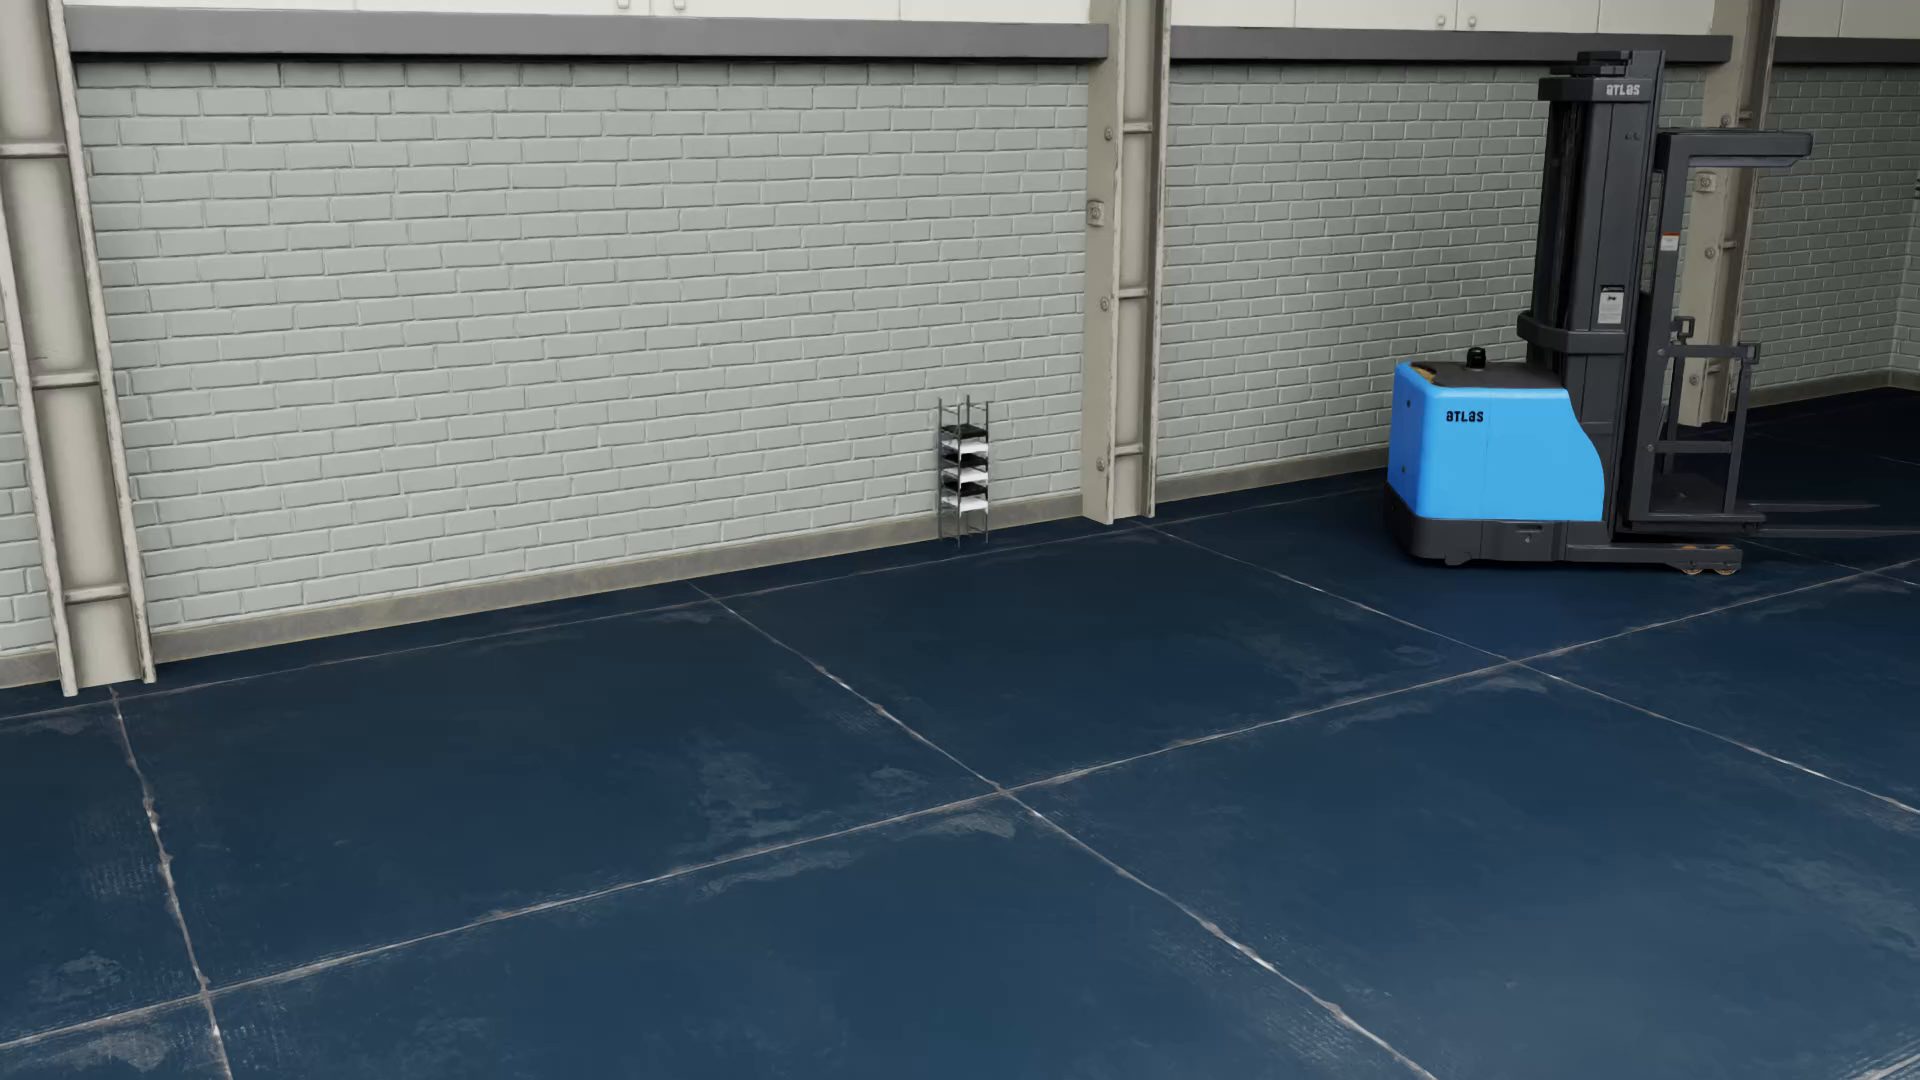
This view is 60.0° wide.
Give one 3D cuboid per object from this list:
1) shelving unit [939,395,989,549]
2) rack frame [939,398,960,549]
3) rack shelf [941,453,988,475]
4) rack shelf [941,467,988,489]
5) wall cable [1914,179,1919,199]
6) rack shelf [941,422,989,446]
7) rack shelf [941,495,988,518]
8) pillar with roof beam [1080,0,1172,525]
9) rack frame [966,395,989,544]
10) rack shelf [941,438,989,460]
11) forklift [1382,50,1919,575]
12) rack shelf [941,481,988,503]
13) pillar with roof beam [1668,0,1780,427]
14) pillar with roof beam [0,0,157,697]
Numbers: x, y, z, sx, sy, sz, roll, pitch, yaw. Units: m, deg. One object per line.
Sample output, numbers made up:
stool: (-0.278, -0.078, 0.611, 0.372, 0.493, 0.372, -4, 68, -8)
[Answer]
shelving unit: (0.022, -0.422, 10.241, 0.210, 0.900, 0.258, -10, 19, -31)
rack frame: (-0.065, -0.407, 10.189, 0.006, 0.900, 0.240, -10, 19, -31)
rack shelf: (0.022, -0.476, 10.225, 0.200, 0.077, 0.258, -10, 19, -31)
rack shelf: (0.021, -0.390, 10.250, 0.200, 0.077, 0.258, -10, 19, -31)
wall cable: (9.389, -3.937, 13.537, 0.112, 2.526, 3.097, -9, 18, -30)
rack shelf: (0.022, -0.649, 10.175, 0.200, 0.077, 0.258, -10, 19, -31)
rack shelf: (0.021, -0.217, 10.301, 0.200, 0.077, 0.258, -10, 19, -31)
pillar with roof beam: (3.257, -3.499, 6.220, 0.400, 9.000, 9.100, -9, 18, -30)
rack frame: (0.108, -0.437, 10.293, 0.006, 0.900, 0.240, -10, 19, -31)
rack shelf: (0.022, -0.563, 10.200, 0.200, 0.077, 0.258, -10, 19, -31)
forklift: (4.203, -1.355, 9.814, 3.031, 2.935, 1.130, 1, 16, 3)
rack shelf: (0.021, -0.303, 10.275, 0.200, 0.077, 0.258, -10, 19, -31)
pillar with roof beam: (8.400, -4.333, 9.195, 0.400, 9.000, 9.100, -9, 18, -30)
pillar with roof beam: (-1.887, -2.665, 3.244, 0.400, 9.000, 9.100, -9, 18, -30)
